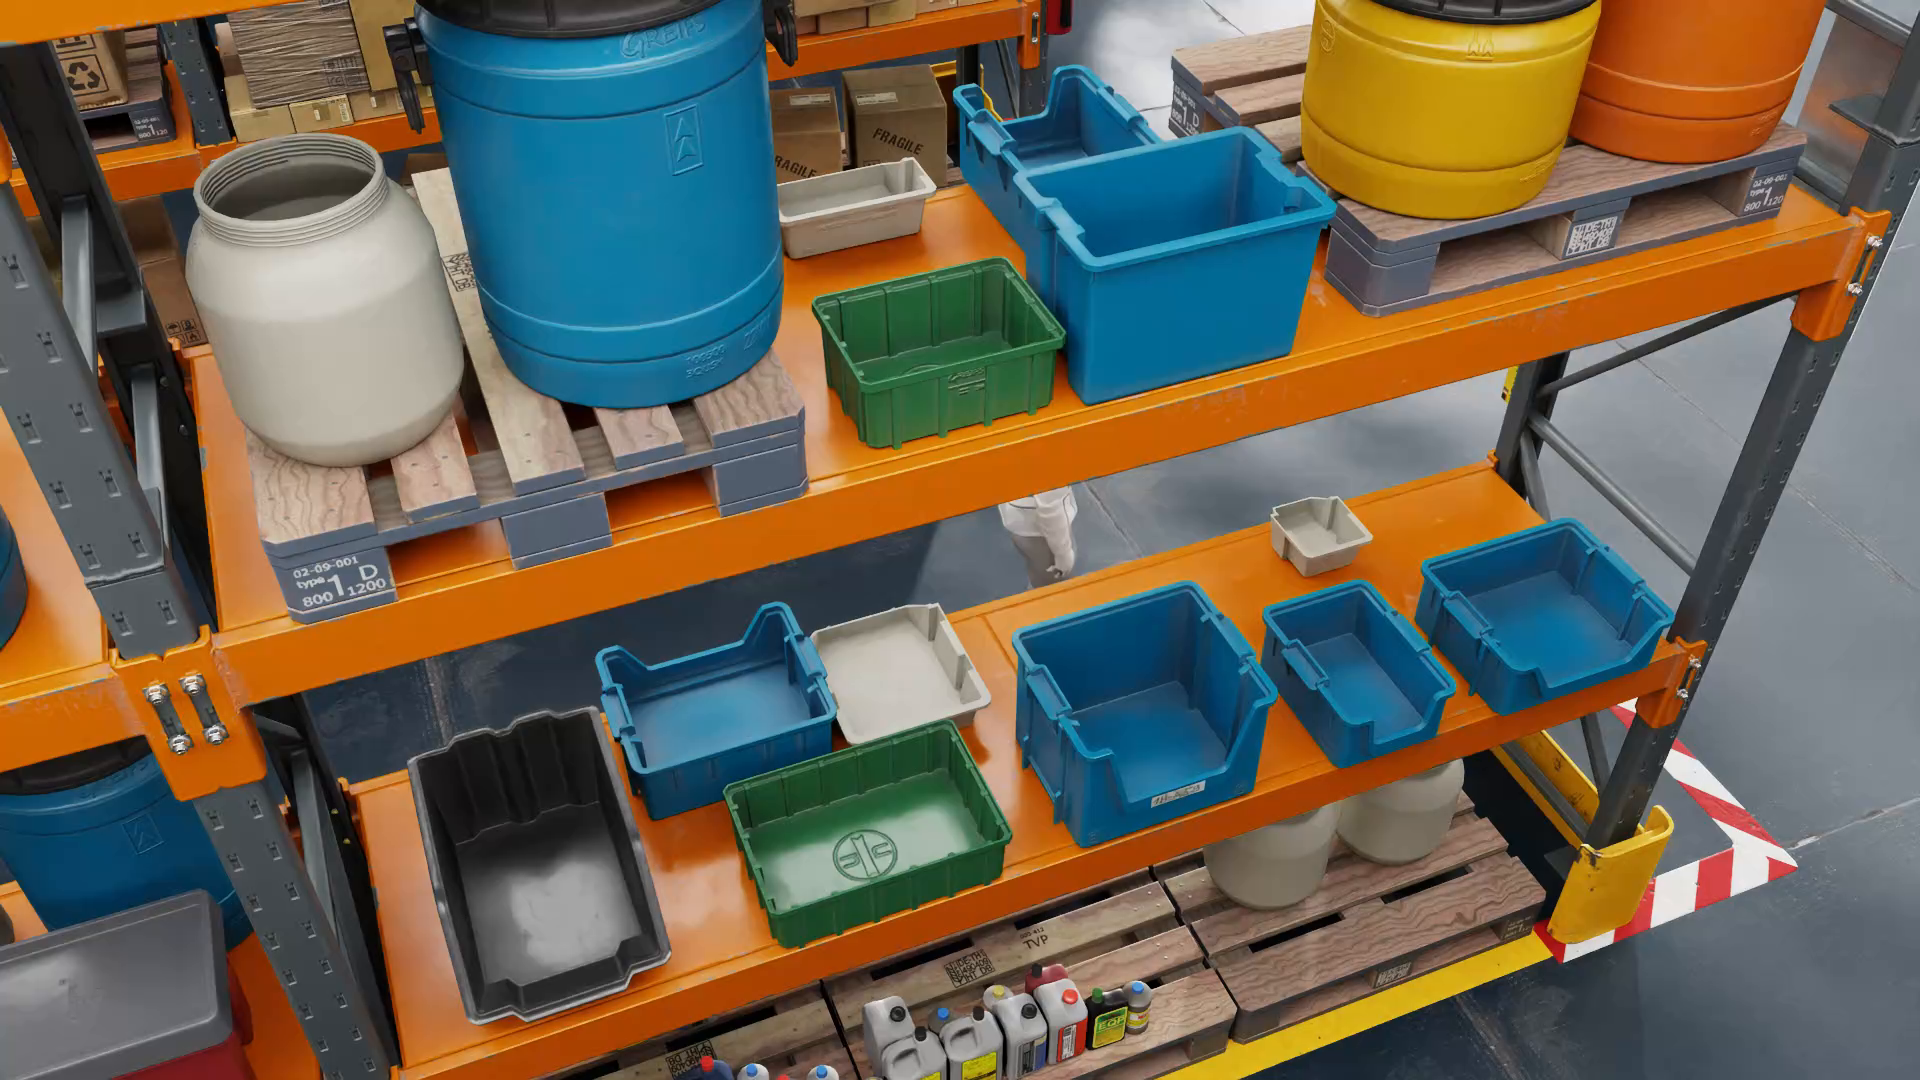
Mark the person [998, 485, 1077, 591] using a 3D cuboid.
[{"bbox_3d":[0.353,-0.100,6.269,0.414,1.662,0.529,-4,42,-5],"label":"person"}]
